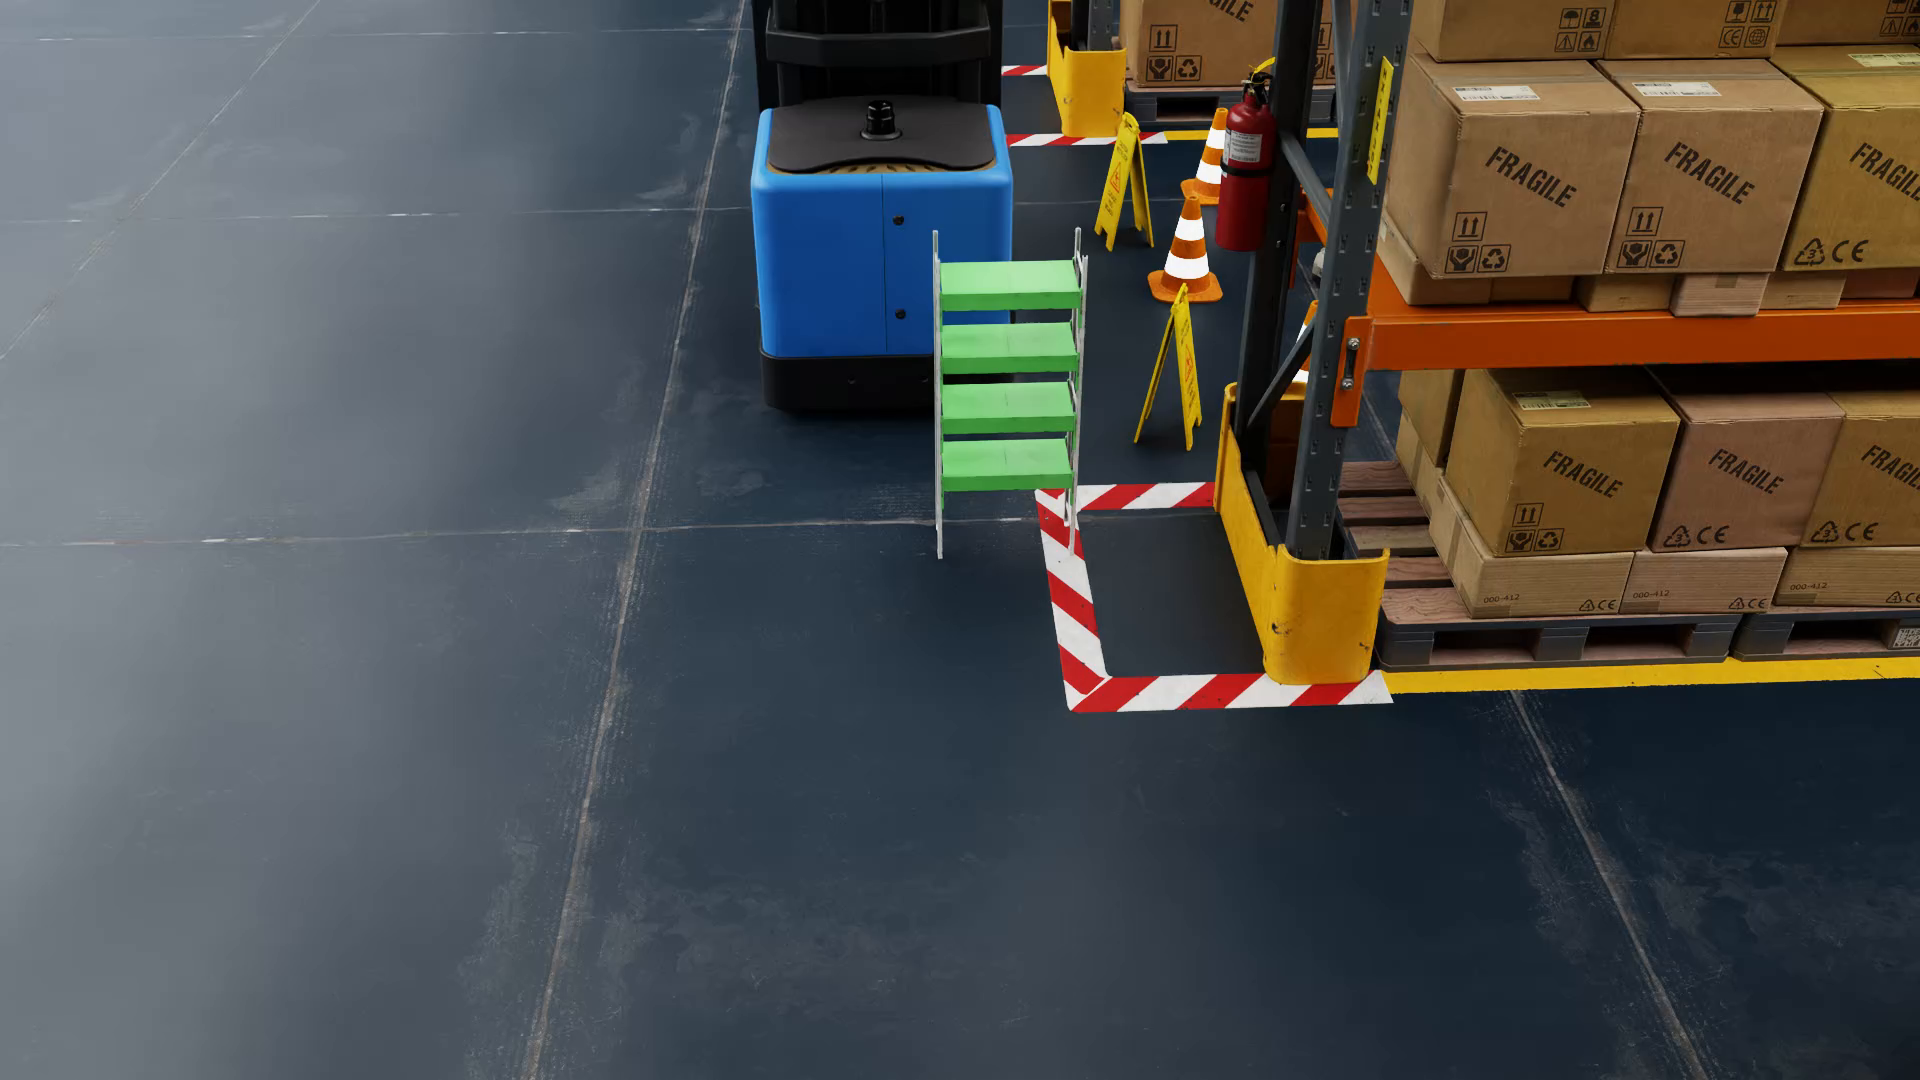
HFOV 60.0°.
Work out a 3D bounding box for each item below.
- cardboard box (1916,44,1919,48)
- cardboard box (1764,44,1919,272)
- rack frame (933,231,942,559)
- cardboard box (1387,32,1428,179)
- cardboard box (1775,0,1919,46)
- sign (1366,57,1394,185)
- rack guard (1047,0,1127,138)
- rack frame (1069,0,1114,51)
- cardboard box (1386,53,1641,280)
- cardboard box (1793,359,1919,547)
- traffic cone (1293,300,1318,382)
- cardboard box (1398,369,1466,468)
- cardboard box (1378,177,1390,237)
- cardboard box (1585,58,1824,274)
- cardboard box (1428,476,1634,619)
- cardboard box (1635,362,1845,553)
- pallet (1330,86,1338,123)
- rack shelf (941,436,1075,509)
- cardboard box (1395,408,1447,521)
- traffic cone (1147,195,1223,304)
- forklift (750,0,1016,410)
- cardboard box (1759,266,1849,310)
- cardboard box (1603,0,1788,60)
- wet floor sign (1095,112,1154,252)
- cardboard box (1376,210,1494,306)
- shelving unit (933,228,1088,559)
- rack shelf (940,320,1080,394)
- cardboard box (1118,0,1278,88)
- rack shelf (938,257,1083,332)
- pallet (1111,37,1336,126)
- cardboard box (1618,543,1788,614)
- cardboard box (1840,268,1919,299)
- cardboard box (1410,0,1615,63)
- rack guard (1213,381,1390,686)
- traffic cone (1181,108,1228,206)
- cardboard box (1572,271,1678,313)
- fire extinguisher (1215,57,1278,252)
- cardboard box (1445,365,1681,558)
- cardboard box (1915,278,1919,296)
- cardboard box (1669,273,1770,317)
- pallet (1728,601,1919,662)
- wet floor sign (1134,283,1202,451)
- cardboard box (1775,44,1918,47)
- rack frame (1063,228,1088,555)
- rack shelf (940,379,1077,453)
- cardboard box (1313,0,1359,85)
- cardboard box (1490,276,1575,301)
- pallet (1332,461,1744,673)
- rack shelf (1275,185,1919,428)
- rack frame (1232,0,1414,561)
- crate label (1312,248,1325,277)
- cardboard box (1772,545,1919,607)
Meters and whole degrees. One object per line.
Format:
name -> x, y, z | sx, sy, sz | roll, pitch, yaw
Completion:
cardboard box -> 3.125, -1.149, 4.925 | 0.500, 0.500, 0.500 | -2, 35, -3
cardboard box -> 2.617, -1.131, 4.899 | 0.500, 0.500, 0.500 | -2, 35, -3
rack frame -> -0.079, -0.491, 5.905 | 0.015, 1.200, 0.240 | -2, 35, -2
cardboard box -> 1.634, -1.417, 5.312 | 0.500, 0.500, 0.500 | -2, 35, -3
cardboard box -> 2.615, -1.876, 5.097 | 0.500, 0.500, 0.700 | -2, 35, -3
sign -> 1.130, -1.129, 4.485 | 0.005, 0.325, 0.100 | -2, 35, -2
rack guard -> 0.745, -2.864, 9.950 | 0.348, 0.500, 1.175 | -2, 35, -2
rack frame -> 0.769, -3.893, 9.239 | 0.127, 3.000, 1.000 | -2, 35, -2
cardboard box -> 1.591, -1.100, 4.855 | 0.500, 0.500, 0.500 | -2, 35, -3
cardboard box -> 2.971, -0.323, 5.469 | 0.500, 0.500, 0.500 | -1, 35, -1
traffic cone -> 1.473, -0.784, 6.976 | 0.334, 0.463, 0.336 | -2, 35, -2
cardboard box -> 1.893, -0.602, 5.872 | 0.500, 0.500, 0.500 | -1, 35, -2
cardboard box -> 1.468, -1.110, 5.439 | 0.250, 0.149, 0.380 | 0, 35, -1
cardboard box -> 2.108, -1.116, 4.878 | 0.500, 0.500, 0.500 | -1, 35, -1
cardboard box -> 1.923, 0.012, 5.645 | 0.500, 0.250, 0.500 | -2, 35, -3
cardboard box -> 2.469, -0.314, 5.457 | 0.500, 0.500, 0.500 | -3, 35, -4
pallet -> 2.780, -2.843, 10.173 | 1.213, 0.211, 1.003 | -2, 35, -2
rack shelf -> 0.165, -0.248, 6.088 | 0.480, 0.148, 0.258 | -2, 35, -2
cardboard box -> 1.923, -0.299, 6.094 | 0.500, 0.250, 0.500 | -2, 35, -2
traffic cone -> 1.081, -1.405, 7.874 | 0.334, 0.463, 0.336 | -2, 35, -2
forklift -> -0.370, -2.557, 7.370 | 1.130, 2.935, 3.031 | -2, 35, -2
cardboard box -> 2.487, -0.853, 5.067 | 0.250, 0.149, 0.380 | -1, 35, -1
cardboard box -> 2.110, -1.804, 4.993 | 0.500, 0.500, 0.700 | -1, 35, -2
wet floor sign -> 0.834, -1.799, 8.282 | 0.232, 0.644, 0.267 | -7, 35, -10
cardboard box -> 1.454, -0.870, 5.092 | 0.250, 0.149, 0.380 | -1, 35, -2
shelving unit -> 0.165, -0.498, 5.915 | 0.503, 1.200, 0.258 | -2, 35, -2
rack shelf -> 0.165, -0.643, 5.815 | 0.480, 0.148, 0.258 | -2, 35, -2
cardboard box -> 1.444, -3.248, 9.805 | 0.875, 0.875, 0.875 | -1, 35, -2
rack shelf -> 0.165, -0.840, 5.678 | 0.480, 0.148, 0.258 | -2, 35, -2
pallet -> 1.564, -2.812, 10.128 | 1.213, 0.211, 1.003 | -2, 35, -2
cardboard box -> 2.434, 0.002, 5.658 | 0.500, 0.250, 0.500 | 0, 35, -1
cardboard box -> 2.748, -0.894, 5.127 | 0.250, 0.149, 0.380 | 0, 35, -1
cardboard box -> 1.605, -1.794, 4.979 | 0.500, 0.500, 0.700 | -2, 35, -3
rack guard -> 1.181, -0.056, 5.892 | 0.348, 0.500, 1.175 | -2, 35, -2
traffic cone -> 1.367, -2.057, 8.815 | 0.334, 0.463, 0.336 | -2, 35, -2
cardboard box -> 1.974, -0.846, 5.057 | 0.250, 0.149, 0.380 | -3, 35, -4
fire extinguisher -> 0.968, -1.309, 5.573 | 0.183, 0.674, 0.296 | -2, 35, -2
cardboard box -> 1.947, -0.298, 5.433 | 0.500, 0.500, 0.500 | -3, 35, -4
cardboard box -> 3.012, -0.884, 5.113 | 0.250, 0.149, 0.380 | -2, 35, -3
cardboard box -> 2.230, -0.827, 5.029 | 0.250, 0.149, 0.380 | -1, 35, -1
pallet -> 3.209, 0.030, 6.022 | 1.213, 0.211, 1.003 | -2, 35, -2
wet floor sign -> 0.864, -0.717, 6.719 | 0.232, 0.644, 0.267 | 10, 36, 14
cardboard box -> 2.634, -1.439, 5.344 | 0.500, 0.500, 0.500 | -2, 35, -2
rack frame -> 0.409, -0.504, 5.924 | 0.015, 1.200, 0.240 | -2, 35, -2
rack shelf -> 0.165, -0.445, 5.951 | 0.480, 0.148, 0.258 | -2, 35, -2
cardboard box -> 2.322, -3.273, 9.841 | 0.875, 0.875, 0.875 | -2, 35, -3
cardboard box -> 1.705, -0.885, 5.114 | 0.250, 0.149, 0.380 | -1, 35, -2
pallet -> 1.994, 0.061, 5.976 | 1.213, 0.211, 1.003 | -2, 35, -2
rack shelf -> 3.102, -0.840, 5.460 | 4.000, 0.370, 1.077 | -2, 35, -2
rack frame -> 1.105, -1.082, 5.177 | 0.127, 3.000, 1.000 | -2, 35, -2
crate label -> 1.863, -1.328, 8.048 | 0.298, 0.136, 0.250 | -20, 39, -26
cardboard box -> 2.978, -0.020, 5.690 | 0.500, 0.250, 0.500 | 1, 35, 1
